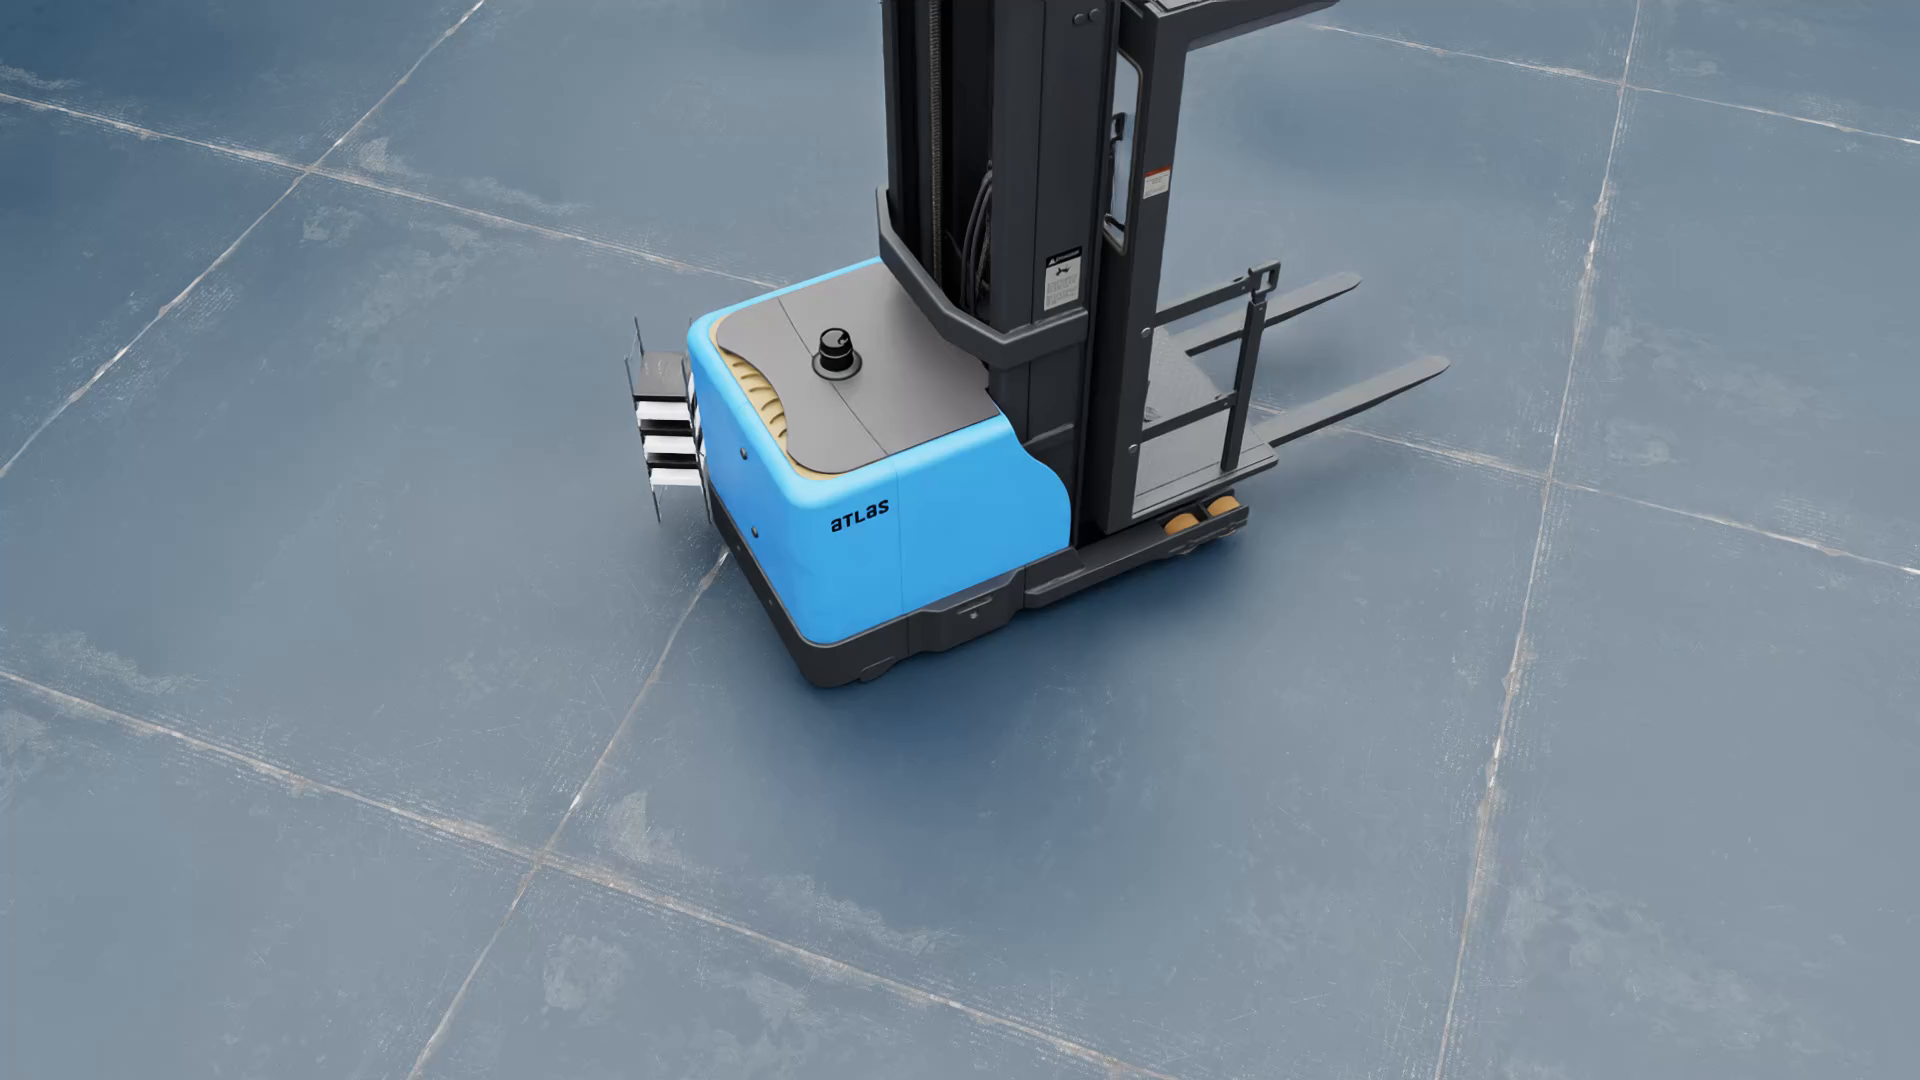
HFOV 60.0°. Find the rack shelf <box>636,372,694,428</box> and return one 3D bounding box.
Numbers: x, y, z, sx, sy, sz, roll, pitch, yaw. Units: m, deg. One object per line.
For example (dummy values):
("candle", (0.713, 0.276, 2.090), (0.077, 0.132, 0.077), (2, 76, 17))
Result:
("rack shelf", (-1.101, -0.541, 6.296), (0.200, 0.077, 0.258), (2, 49, 1))

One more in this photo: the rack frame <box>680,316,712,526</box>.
("rack frame", (-1.000, -0.442, 6.404), (0.006, 0.900, 0.240), (2, 49, 1))

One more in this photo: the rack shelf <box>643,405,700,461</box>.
("rack shelf", (-1.101, -0.423, 6.432), (0.200, 0.077, 0.258), (2, 49, 1))

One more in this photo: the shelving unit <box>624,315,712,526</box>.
("shelving unit", (-1.101, -0.445, 6.407), (0.210, 0.900, 0.258), (2, 49, 1))

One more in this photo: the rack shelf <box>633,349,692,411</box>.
("rack shelf", (-1.101, -0.600, 6.228), (0.200, 0.077, 0.258), (2, 49, 1))

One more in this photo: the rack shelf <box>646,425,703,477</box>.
("rack shelf", (-1.101, -0.364, 6.500), (0.200, 0.077, 0.258), (2, 49, 1))

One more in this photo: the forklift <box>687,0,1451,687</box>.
("forklift", (0.564, -1.236, 5.748), (3.031, 2.935, 1.130), (-22, 53, -18))

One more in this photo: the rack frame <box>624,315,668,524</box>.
("rack frame", (-1.203, -0.448, 6.409), (0.006, 0.900, 0.240), (2, 49, 1))

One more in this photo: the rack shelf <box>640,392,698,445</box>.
("rack shelf", (-1.101, -0.482, 6.364), (0.200, 0.077, 0.258), (2, 49, 1))

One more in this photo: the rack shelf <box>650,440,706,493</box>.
("rack shelf", (-1.101, -0.305, 6.568), (0.200, 0.077, 0.258), (2, 49, 1))
